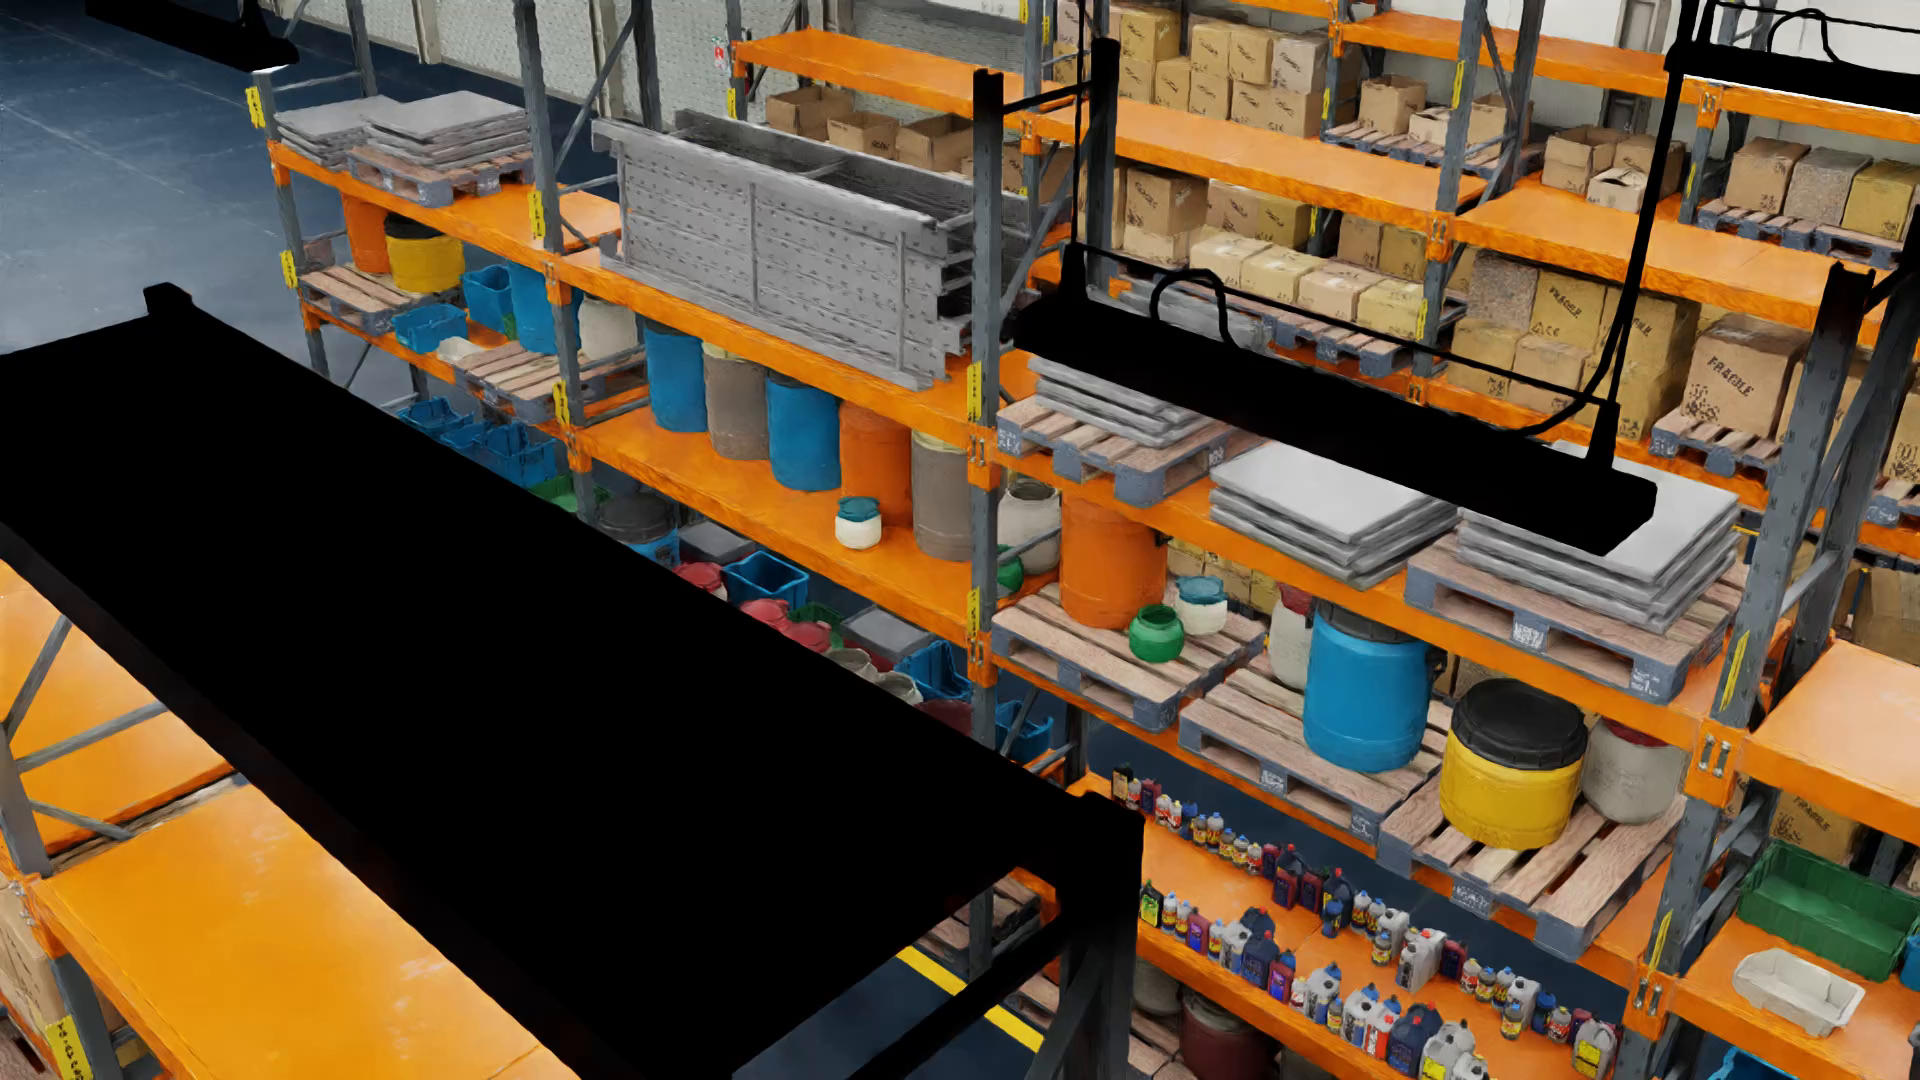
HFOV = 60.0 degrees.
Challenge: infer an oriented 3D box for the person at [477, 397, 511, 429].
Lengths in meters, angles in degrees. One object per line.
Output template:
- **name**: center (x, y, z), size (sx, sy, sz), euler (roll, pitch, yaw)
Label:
- **person**: center (-5.021, -1.781, 17.604), size (0.434, 1.766, 0.687), euler (-10, 31, -17)
